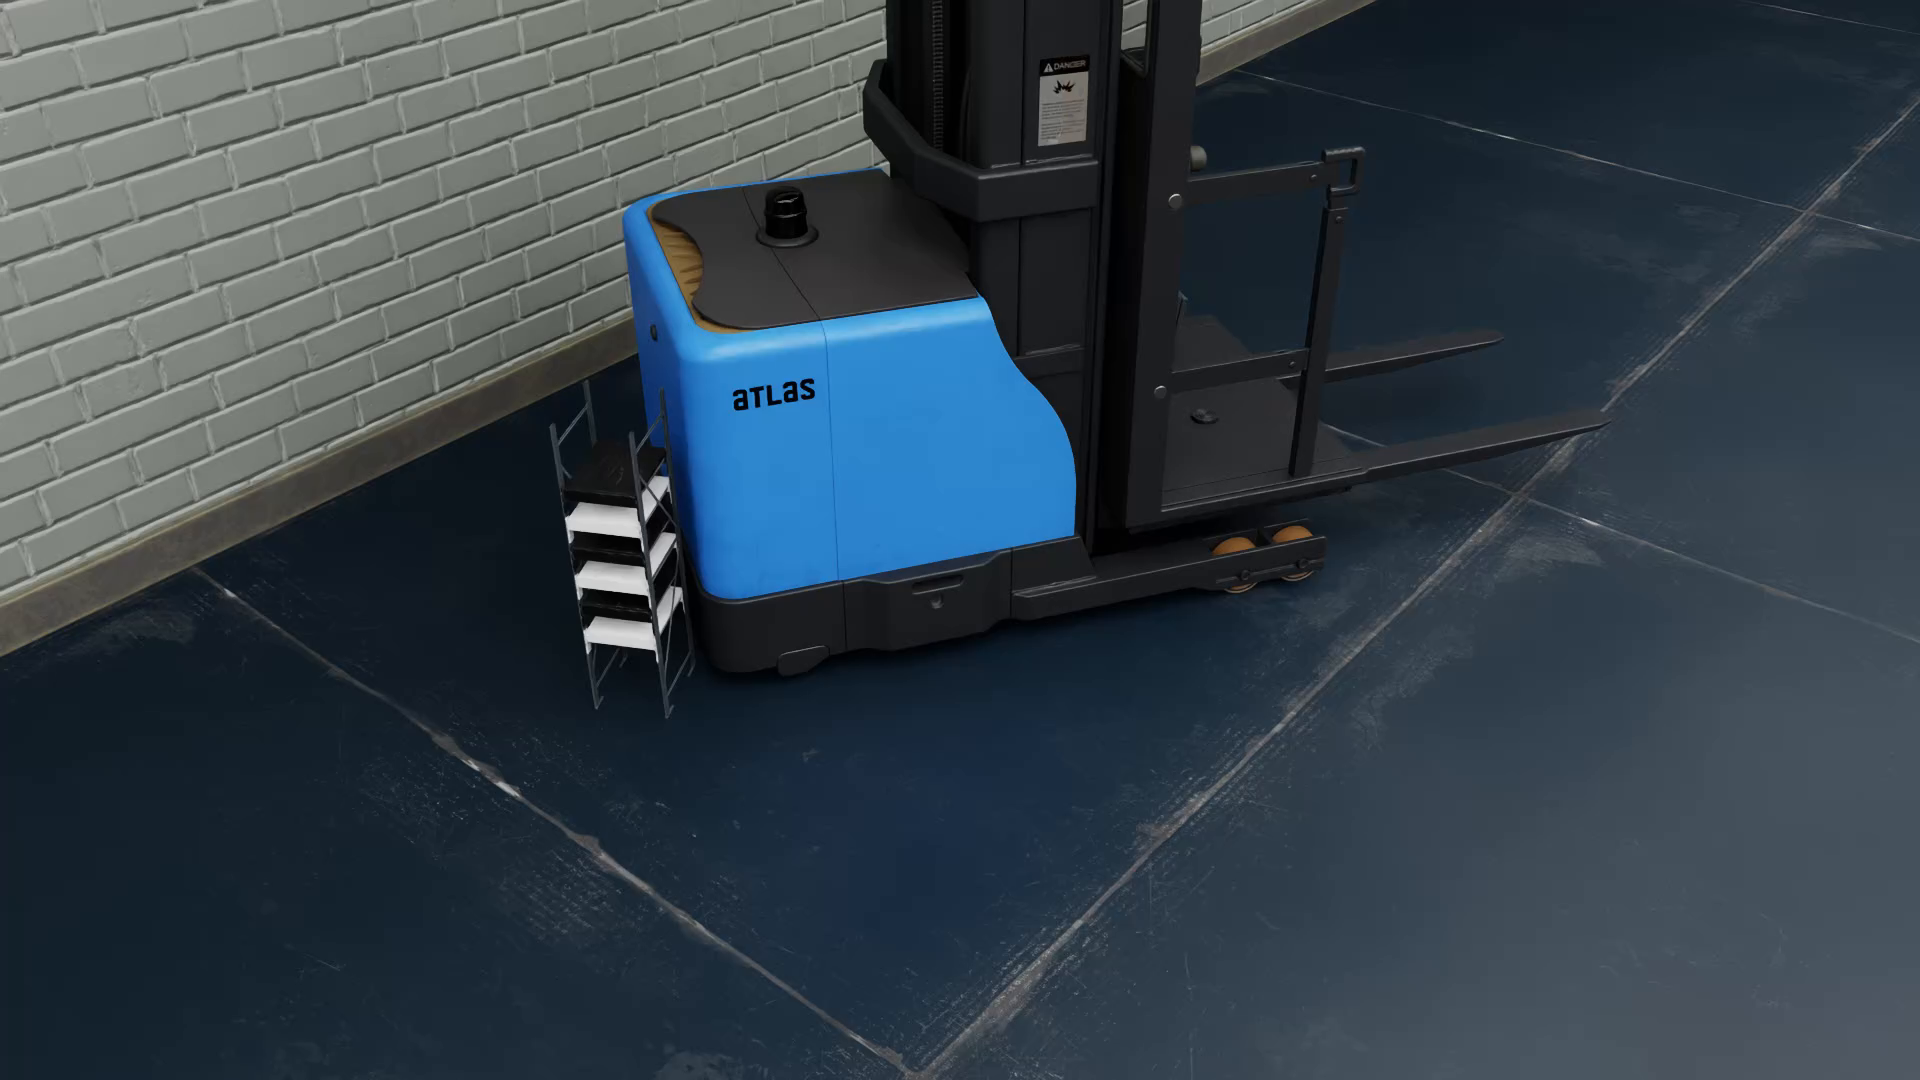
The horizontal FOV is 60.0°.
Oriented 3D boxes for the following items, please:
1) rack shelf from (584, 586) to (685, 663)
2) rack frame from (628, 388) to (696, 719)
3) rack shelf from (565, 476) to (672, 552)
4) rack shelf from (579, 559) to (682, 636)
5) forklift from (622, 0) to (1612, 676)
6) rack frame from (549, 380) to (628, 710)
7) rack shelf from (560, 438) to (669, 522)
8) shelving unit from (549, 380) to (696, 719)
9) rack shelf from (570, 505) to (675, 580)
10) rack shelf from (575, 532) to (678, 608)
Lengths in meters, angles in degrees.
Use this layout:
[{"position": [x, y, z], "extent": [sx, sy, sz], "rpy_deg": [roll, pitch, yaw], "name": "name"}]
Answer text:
[{"position": [-0.878, 0.215, 4.518], "extent": [0.200, 0.077, 0.258], "rpy_deg": [6, 35, 9], "name": "rack shelf"}, {"position": [-0.778, 0.051, 4.381], "extent": [0.006, 0.900, 0.240], "rpy_deg": [6, 35, 9], "name": "rack frame"}, {"position": [-0.878, -0.081, 4.315], "extent": [0.200, 0.077, 0.258], "rpy_deg": [6, 35, 9], "name": "rack shelf"}, {"position": [-0.878, 0.141, 4.467], "extent": [0.200, 0.077, 0.258], "rpy_deg": [6, 35, 9], "name": "rack shelf"}, {"position": [0.590, -1.321, 4.584], "extent": [3.031, 2.935, 1.130], "rpy_deg": [-11, 36, -15], "name": "forklift"}, {"position": [-0.977, 0.028, 4.414], "extent": [0.006, 0.900, 0.240], "rpy_deg": [6, 35, 9], "name": "rack frame"}, {"position": [-0.878, -0.156, 4.264], "extent": [0.200, 0.077, 0.258], "rpy_deg": [6, 35, 9], "name": "rack shelf"}, {"position": [-0.878, 0.039, 4.398], "extent": [0.210, 0.900, 0.258], "rpy_deg": [6, 35, 9], "name": "shelving unit"}, {"position": [-0.878, -0.007, 4.366], "extent": [0.200, 0.077, 0.258], "rpy_deg": [6, 35, 9], "name": "rack shelf"}, {"position": [-0.878, 0.067, 4.417], "extent": [0.200, 0.077, 0.258], "rpy_deg": [6, 35, 9], "name": "rack shelf"}]
